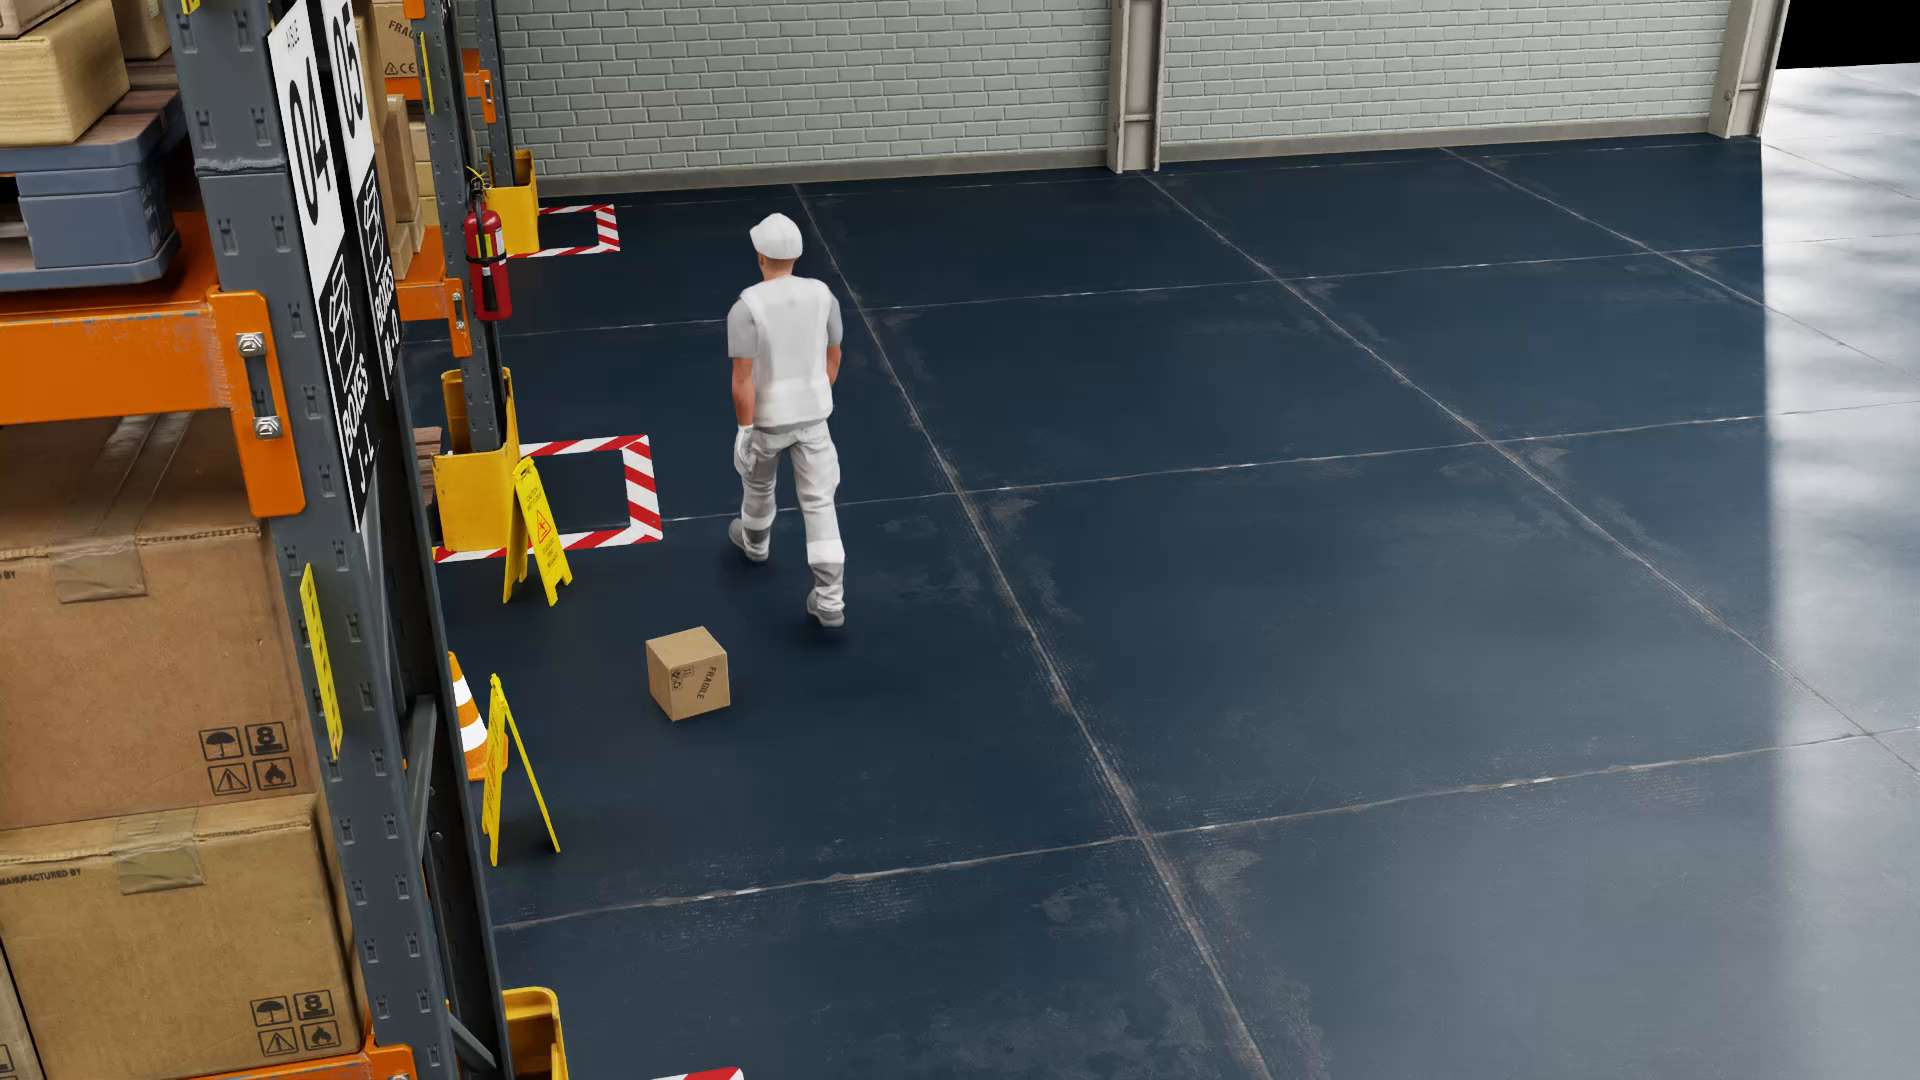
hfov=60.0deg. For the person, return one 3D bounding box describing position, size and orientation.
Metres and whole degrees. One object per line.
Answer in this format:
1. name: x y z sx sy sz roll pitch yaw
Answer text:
1. person: -0.764 -0.571 7.242 0.527 1.727 1.095 -10 28 -18
